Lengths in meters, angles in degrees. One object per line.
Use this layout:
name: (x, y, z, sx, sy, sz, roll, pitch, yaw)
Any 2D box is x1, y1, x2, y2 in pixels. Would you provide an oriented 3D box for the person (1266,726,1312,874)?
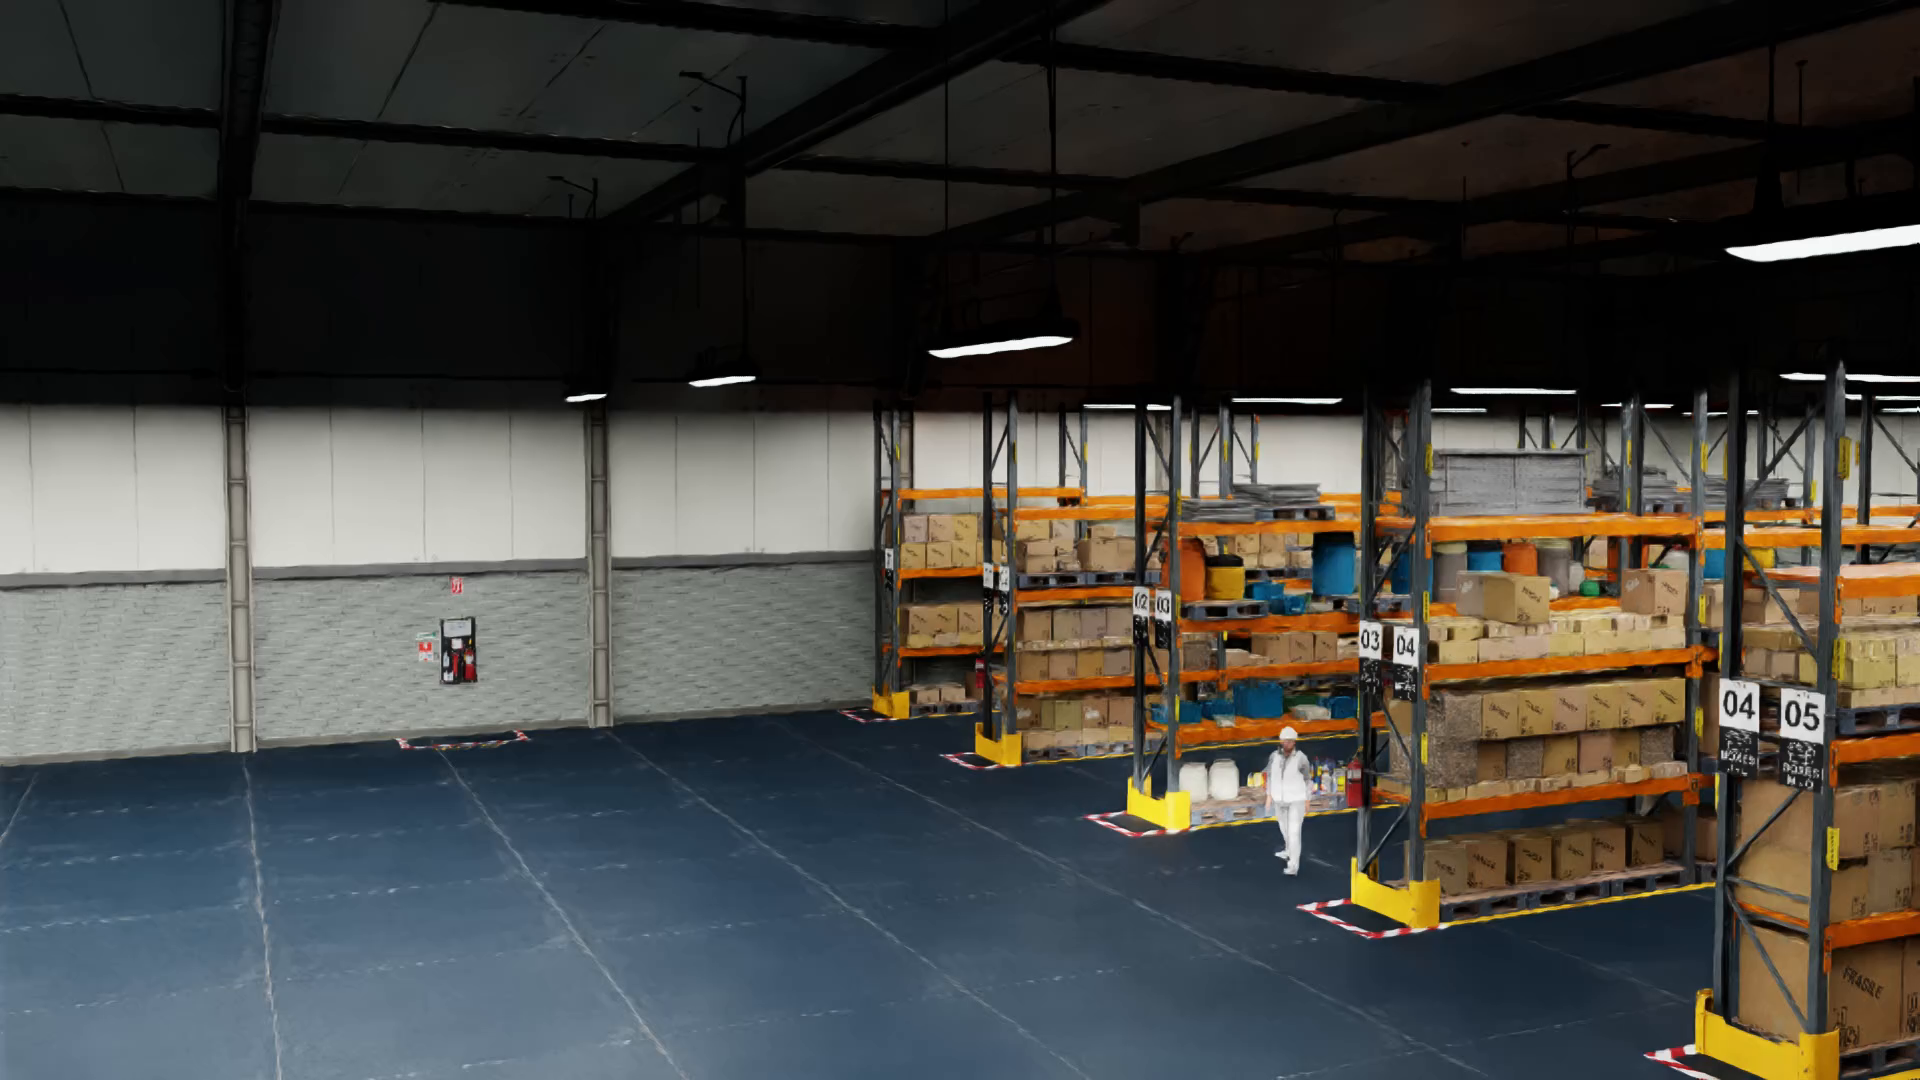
person: (3.972, 3.119, 20.165, 0.588, 1.747, 0.930, 3, 4, 39)

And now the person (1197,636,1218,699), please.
person: (4.691, 2.422, 32.139, 1.029, 1.724, 0.554, -2, 4, -32)

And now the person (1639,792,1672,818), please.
person: (9.082, 3.051, 21.878, 1.126, 1.645, 0.542, -1, 4, -22)
